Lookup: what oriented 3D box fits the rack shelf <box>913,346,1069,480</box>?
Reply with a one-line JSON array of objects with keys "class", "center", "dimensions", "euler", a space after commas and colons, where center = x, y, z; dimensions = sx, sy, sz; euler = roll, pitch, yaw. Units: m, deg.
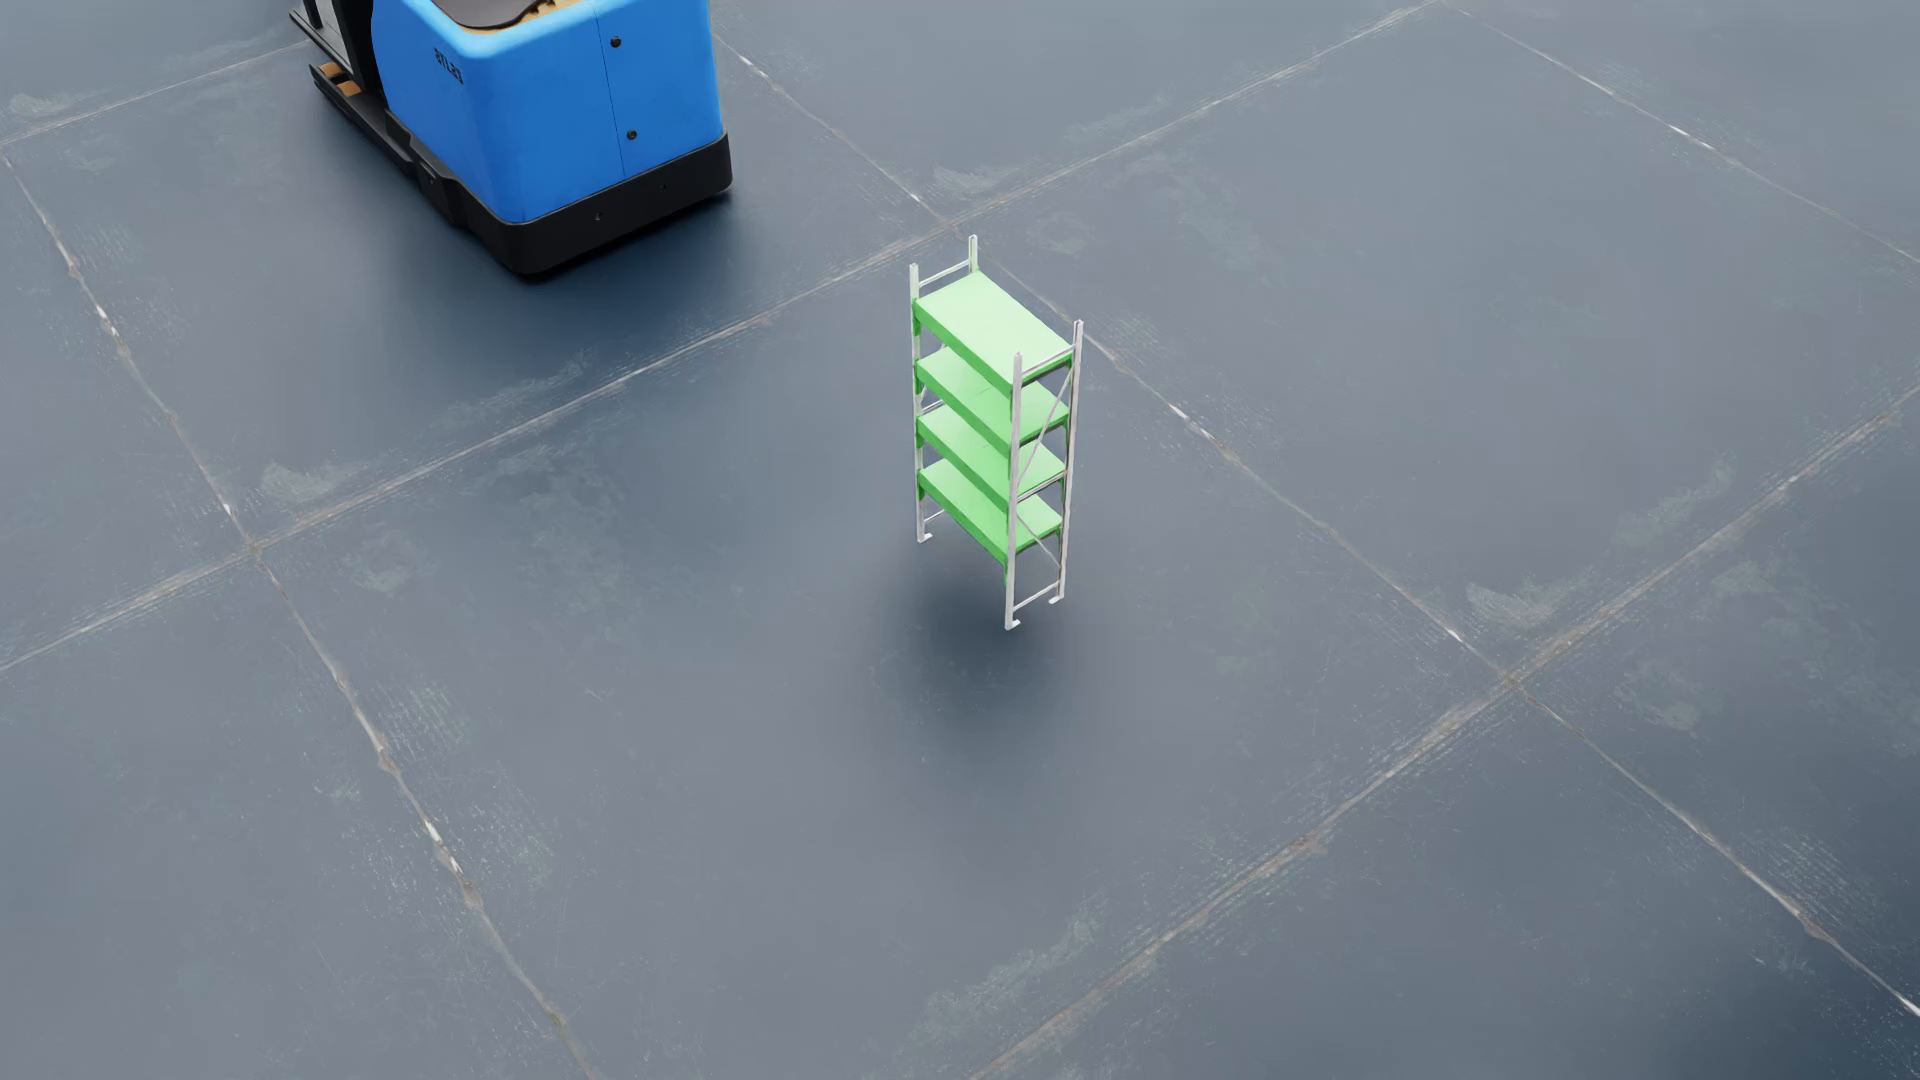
[{"class": "rack shelf", "center": [0.100, -0.424, 5.087], "dimensions": [0.258, 0.148, 0.480], "euler": [-29, 54, -24]}]

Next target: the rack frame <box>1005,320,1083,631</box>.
[{"class": "rack frame", "center": [0.248, -0.162, 5.087], "dimensions": [0.240, 1.200, 0.015], "euler": [-29, 54, -24]}]

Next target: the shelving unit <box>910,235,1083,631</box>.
[{"class": "shelving unit", "center": [0.100, -0.305, 5.217], "dimensions": [0.258, 1.200, 0.503], "euler": [-29, 54, -24]}]

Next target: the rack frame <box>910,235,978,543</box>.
[{"class": "rack frame", "center": [-0.048, -0.449, 5.347], "dimensions": [0.240, 1.200, 0.015], "euler": [-29, 54, -24]}]

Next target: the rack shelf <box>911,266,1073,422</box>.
[{"class": "rack shelf", "center": [0.100, -0.585, 4.909], "dimensions": [0.258, 0.148, 0.480], "euler": [-29, 54, -24]}]

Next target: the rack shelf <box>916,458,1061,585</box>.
[{"class": "rack shelf", "center": [0.100, -0.101, 5.442], "dimensions": [0.258, 0.148, 0.480], "euler": [-29, 54, -24]}]

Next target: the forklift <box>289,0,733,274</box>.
[{"class": "forklift", "center": [-2.276, -3.080, 6.564], "dimensions": [1.130, 2.935, 3.031], "euler": [-31, 55, -25]}]

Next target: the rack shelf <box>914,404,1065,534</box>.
[{"class": "rack shelf", "center": [0.100, -0.262, 5.264], "dimensions": [0.258, 0.148, 0.480], "euler": [-29, 54, -24]}]
